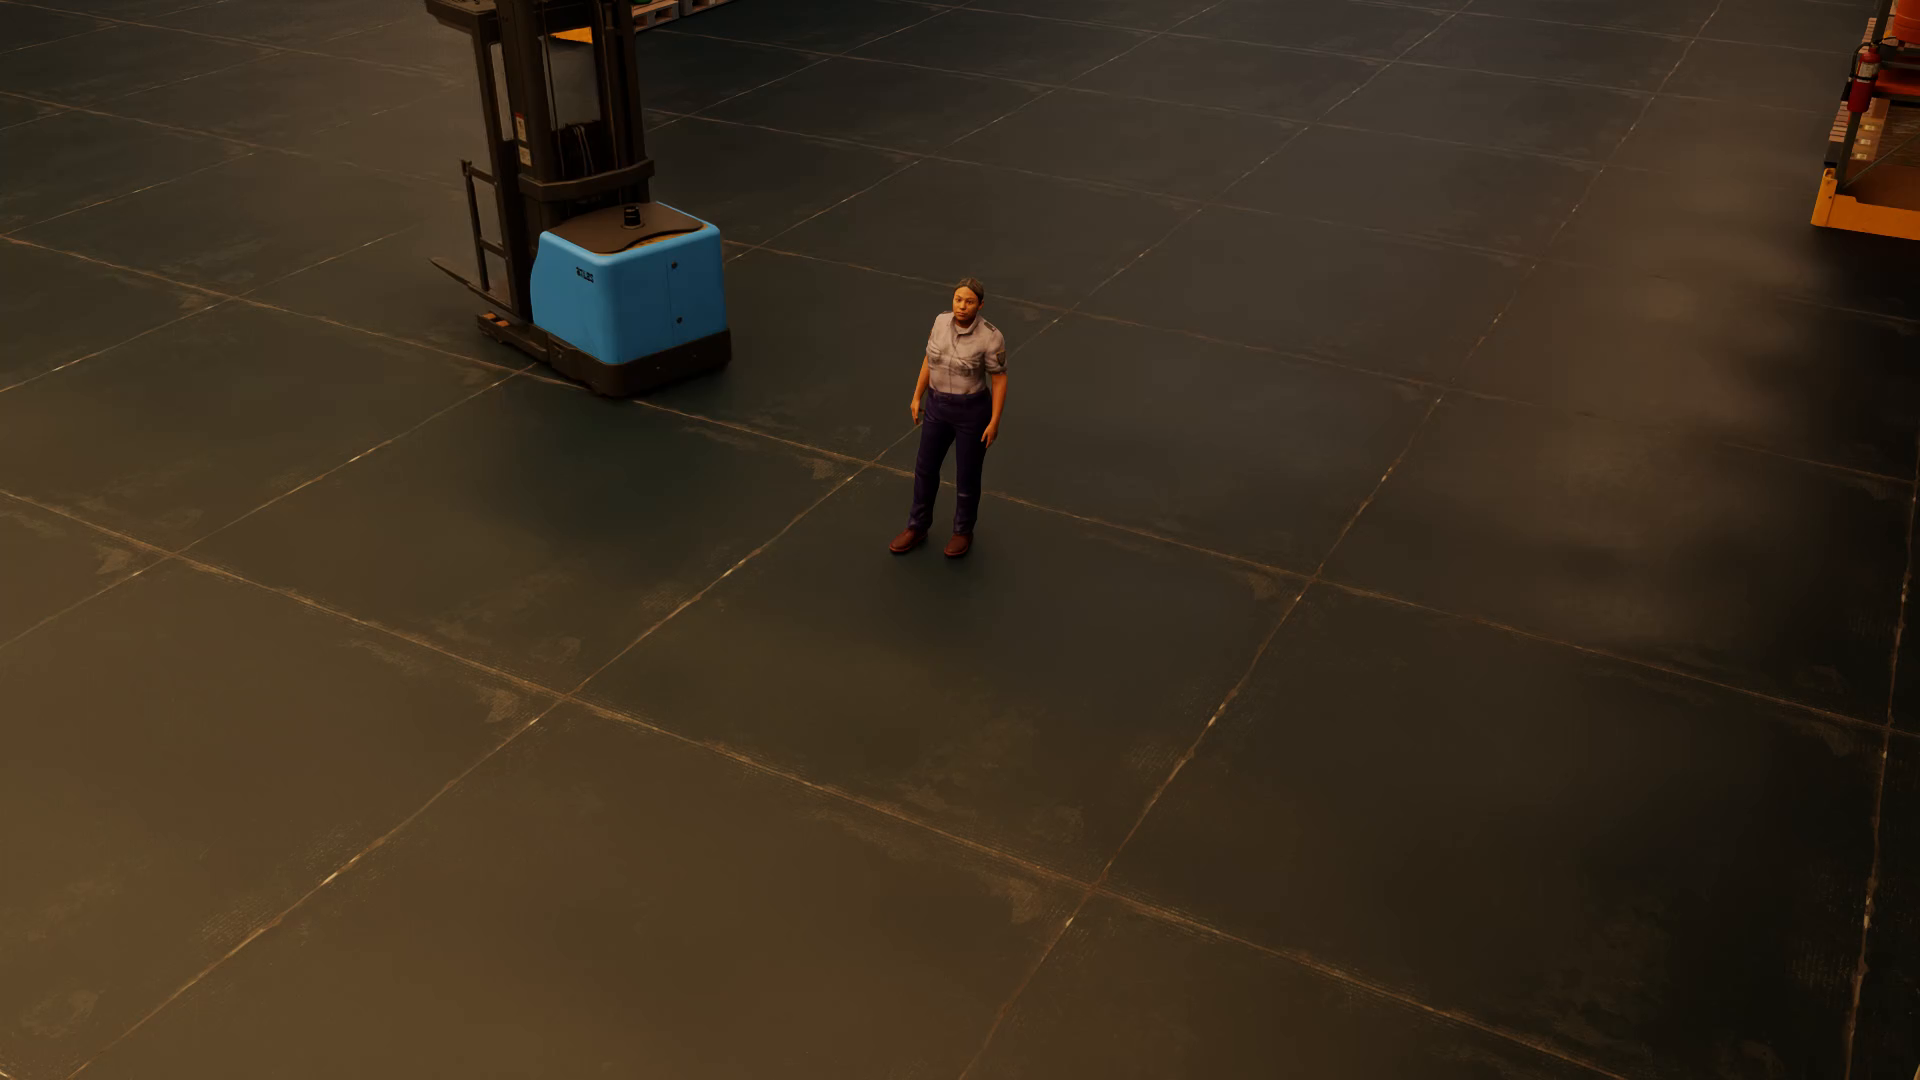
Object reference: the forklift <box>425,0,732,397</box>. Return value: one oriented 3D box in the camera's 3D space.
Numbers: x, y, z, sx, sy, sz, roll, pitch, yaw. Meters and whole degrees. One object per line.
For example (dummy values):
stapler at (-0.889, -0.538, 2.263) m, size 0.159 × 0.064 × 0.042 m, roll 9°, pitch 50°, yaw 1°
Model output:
forklift at (-3.037, -2.917, 12.124) m, size 1.130 × 2.935 × 3.031 m, roll -25°, pitch 38°, yaw -36°

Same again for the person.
person at (-0.064, -0.686, 9.529) m, size 0.598 × 1.651 × 0.502 m, roll 15°, pitch 33°, yaw 25°
